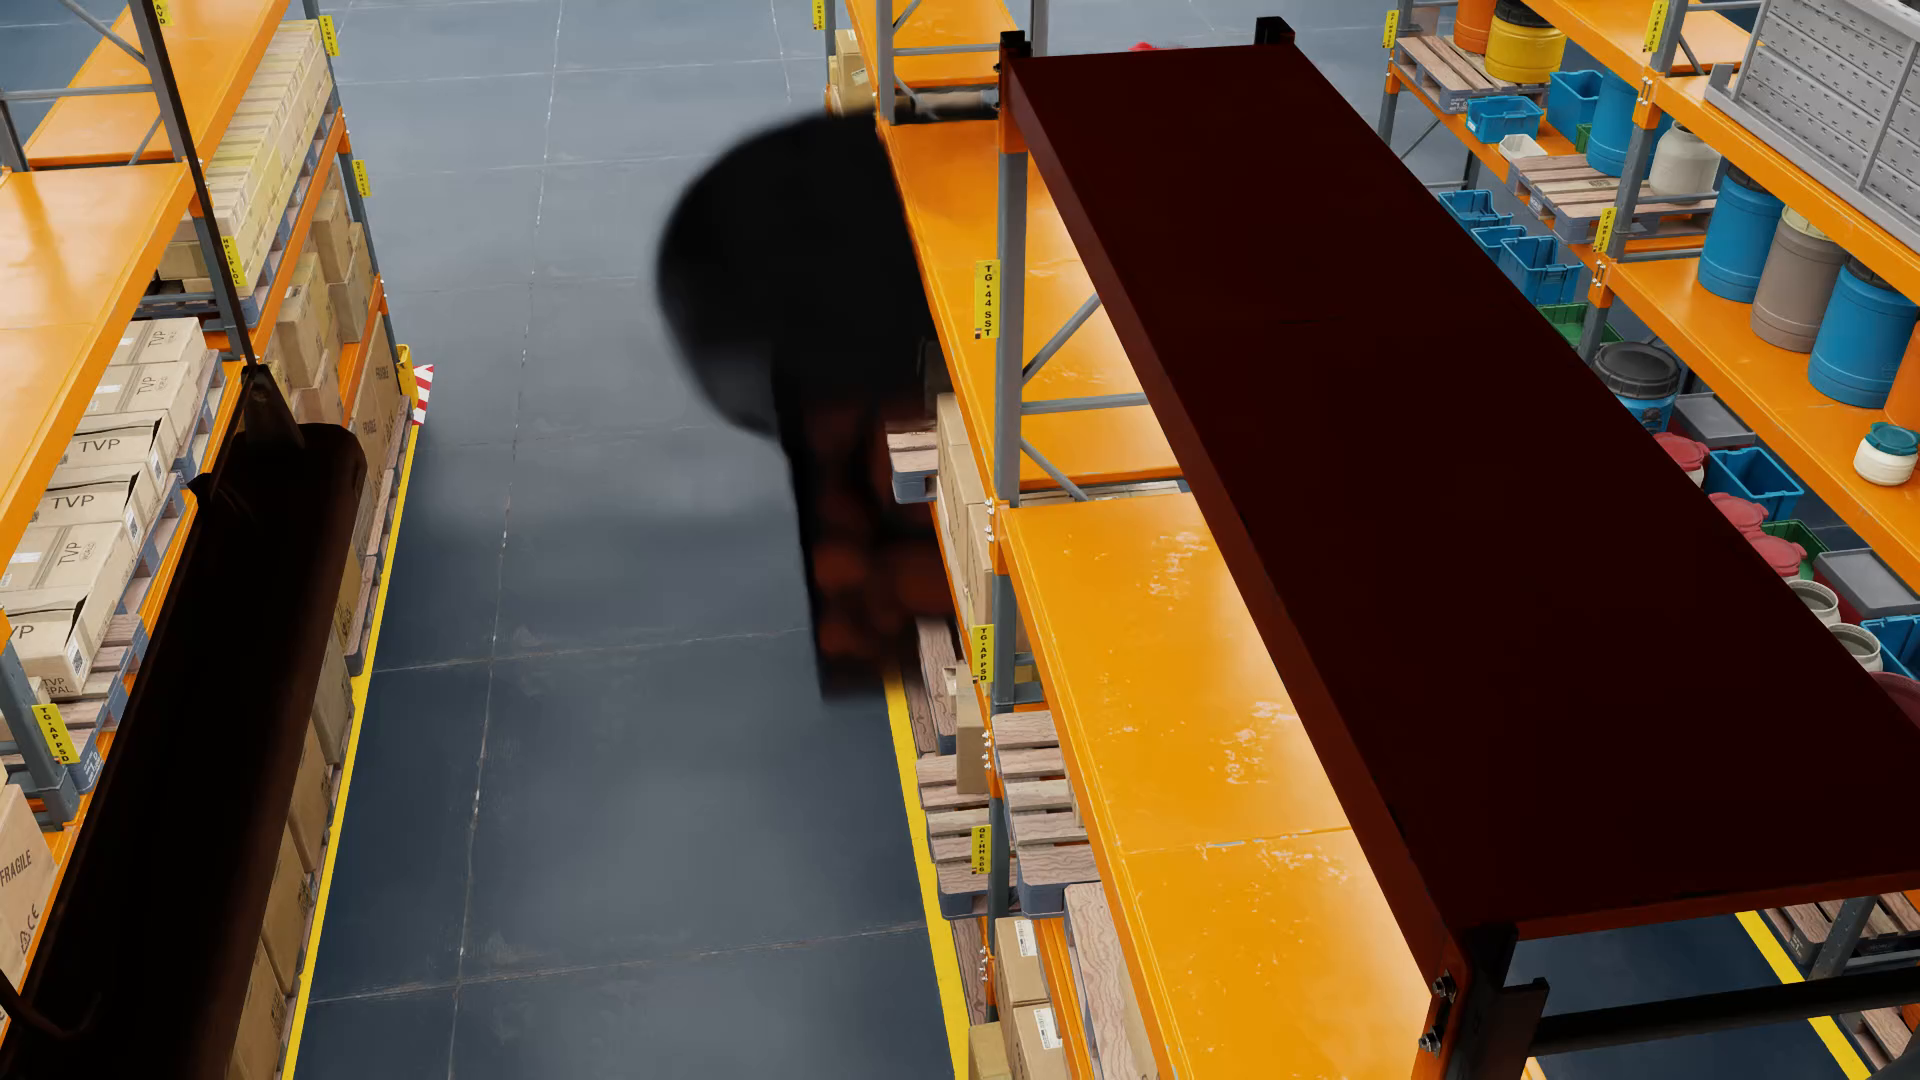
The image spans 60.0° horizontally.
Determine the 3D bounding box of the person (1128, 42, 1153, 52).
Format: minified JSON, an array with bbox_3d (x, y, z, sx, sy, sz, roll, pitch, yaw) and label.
[{"bbox_3d":[2.125,-4.614,18.291,0.791,1.737,0.651,9,37,12],"label":"person"}]
